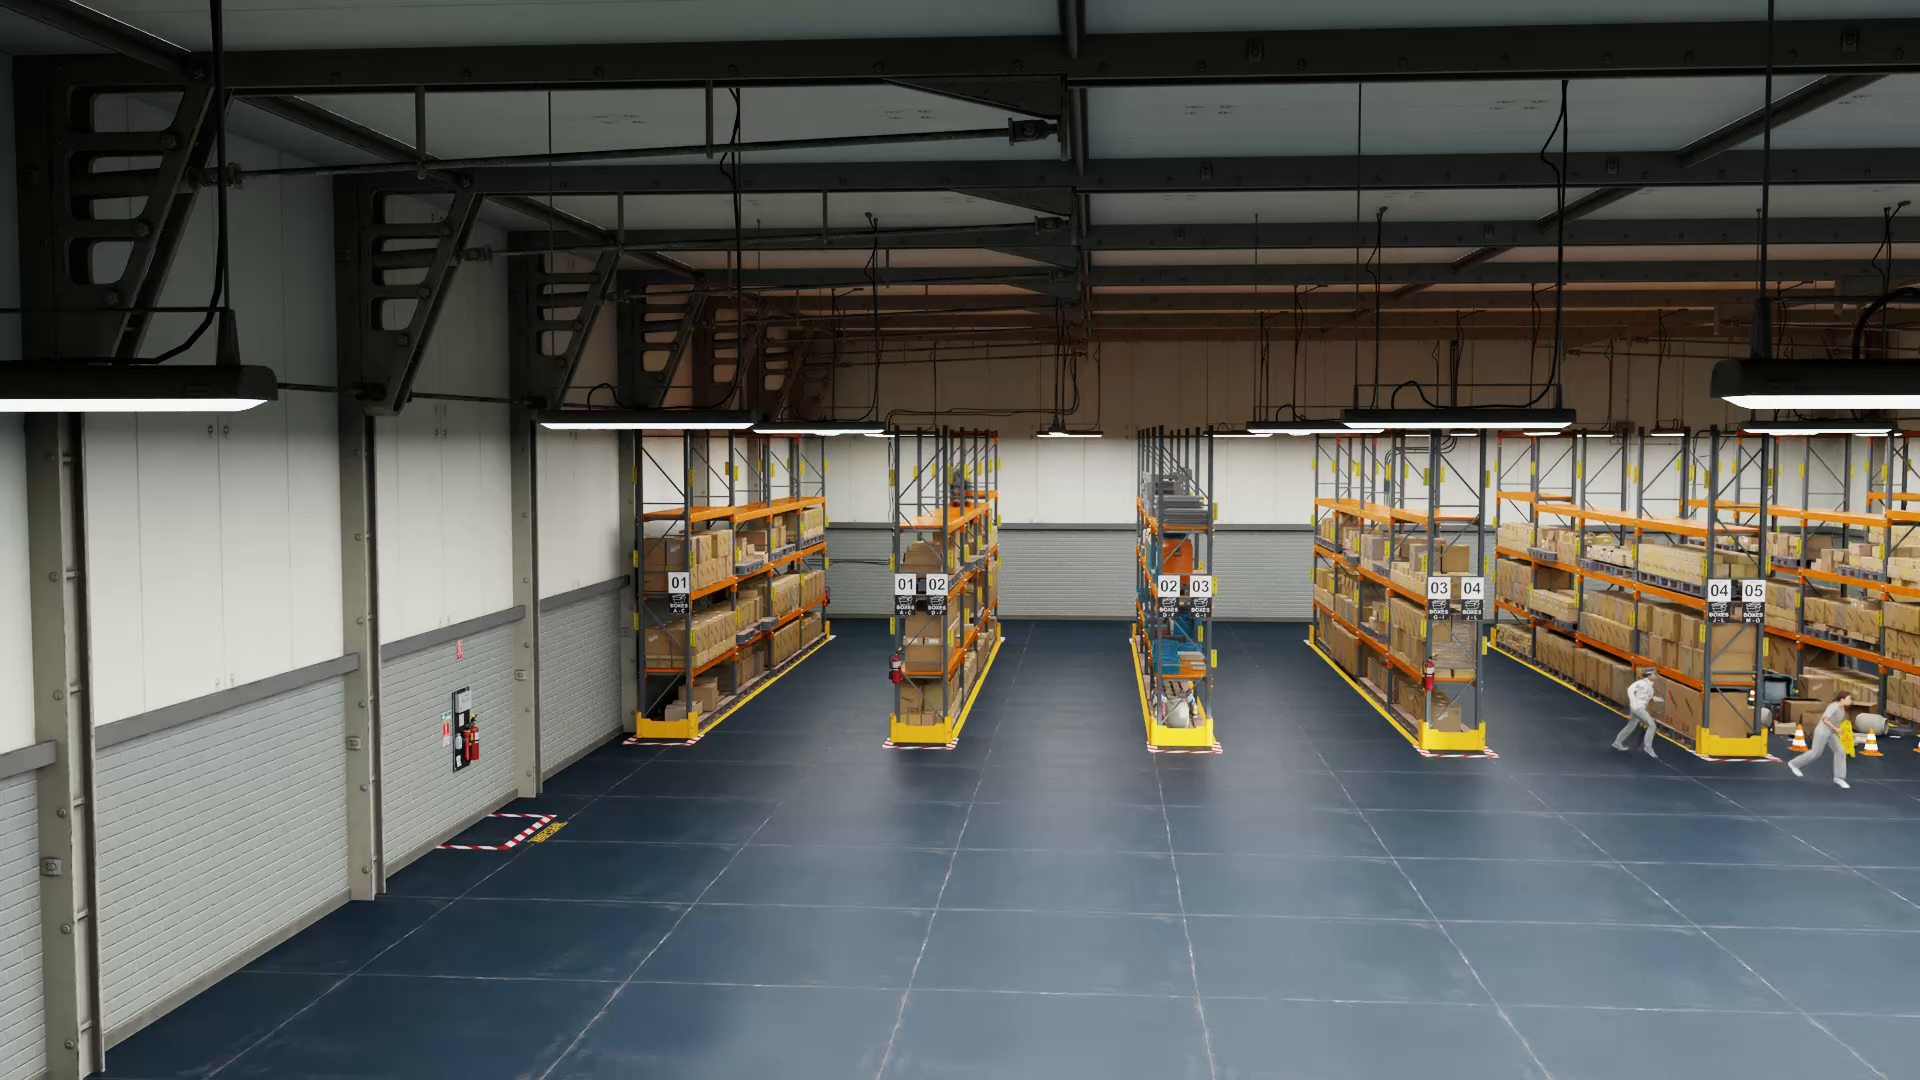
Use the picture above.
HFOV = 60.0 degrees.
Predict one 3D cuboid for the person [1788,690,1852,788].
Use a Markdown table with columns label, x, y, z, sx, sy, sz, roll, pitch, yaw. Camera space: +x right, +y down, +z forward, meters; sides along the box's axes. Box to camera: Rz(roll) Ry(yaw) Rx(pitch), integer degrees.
| label | x | y | z | sx | sy | sz | roll | pitch | yaw |
| --- | --- | --- | --- | --- | --- | --- | --- | --- | --- |
| person | 14.354 | 3.276 | 27.725 | 1.003 | 1.625 | 0.601 | 3 | 5 | 43 |

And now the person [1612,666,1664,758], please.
| label | x | y | z | sx | sy | sz | roll | pitch | yaw |
| --- | --- | --- | --- | --- | --- | --- | --- | --- | --- |
| person | 12.294 | 3.102 | 30.200 | 0.869 | 1.675 | 0.633 | 2 | 4 | 36 |

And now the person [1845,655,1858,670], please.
| label | x | y | z | sx | sy | sz | roll | pitch | yaw |
| --- | --- | --- | --- | --- | --- | --- | --- | --- | --- |
| person | 21.569 | 2.425 | 40.363 | 0.633 | 1.796 | 0.729 | 0 | 3 | 0 |

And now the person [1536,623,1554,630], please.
| label | x | y | z | sx | sy | sz | roll | pitch | yaw |
| --- | --- | --- | --- | --- | --- | --- | --- | --- | --- |
| person | 16.508 | 2.084 | 47.056 | 0.591 | 1.617 | 0.838 | -2 | 4 | -35 |
